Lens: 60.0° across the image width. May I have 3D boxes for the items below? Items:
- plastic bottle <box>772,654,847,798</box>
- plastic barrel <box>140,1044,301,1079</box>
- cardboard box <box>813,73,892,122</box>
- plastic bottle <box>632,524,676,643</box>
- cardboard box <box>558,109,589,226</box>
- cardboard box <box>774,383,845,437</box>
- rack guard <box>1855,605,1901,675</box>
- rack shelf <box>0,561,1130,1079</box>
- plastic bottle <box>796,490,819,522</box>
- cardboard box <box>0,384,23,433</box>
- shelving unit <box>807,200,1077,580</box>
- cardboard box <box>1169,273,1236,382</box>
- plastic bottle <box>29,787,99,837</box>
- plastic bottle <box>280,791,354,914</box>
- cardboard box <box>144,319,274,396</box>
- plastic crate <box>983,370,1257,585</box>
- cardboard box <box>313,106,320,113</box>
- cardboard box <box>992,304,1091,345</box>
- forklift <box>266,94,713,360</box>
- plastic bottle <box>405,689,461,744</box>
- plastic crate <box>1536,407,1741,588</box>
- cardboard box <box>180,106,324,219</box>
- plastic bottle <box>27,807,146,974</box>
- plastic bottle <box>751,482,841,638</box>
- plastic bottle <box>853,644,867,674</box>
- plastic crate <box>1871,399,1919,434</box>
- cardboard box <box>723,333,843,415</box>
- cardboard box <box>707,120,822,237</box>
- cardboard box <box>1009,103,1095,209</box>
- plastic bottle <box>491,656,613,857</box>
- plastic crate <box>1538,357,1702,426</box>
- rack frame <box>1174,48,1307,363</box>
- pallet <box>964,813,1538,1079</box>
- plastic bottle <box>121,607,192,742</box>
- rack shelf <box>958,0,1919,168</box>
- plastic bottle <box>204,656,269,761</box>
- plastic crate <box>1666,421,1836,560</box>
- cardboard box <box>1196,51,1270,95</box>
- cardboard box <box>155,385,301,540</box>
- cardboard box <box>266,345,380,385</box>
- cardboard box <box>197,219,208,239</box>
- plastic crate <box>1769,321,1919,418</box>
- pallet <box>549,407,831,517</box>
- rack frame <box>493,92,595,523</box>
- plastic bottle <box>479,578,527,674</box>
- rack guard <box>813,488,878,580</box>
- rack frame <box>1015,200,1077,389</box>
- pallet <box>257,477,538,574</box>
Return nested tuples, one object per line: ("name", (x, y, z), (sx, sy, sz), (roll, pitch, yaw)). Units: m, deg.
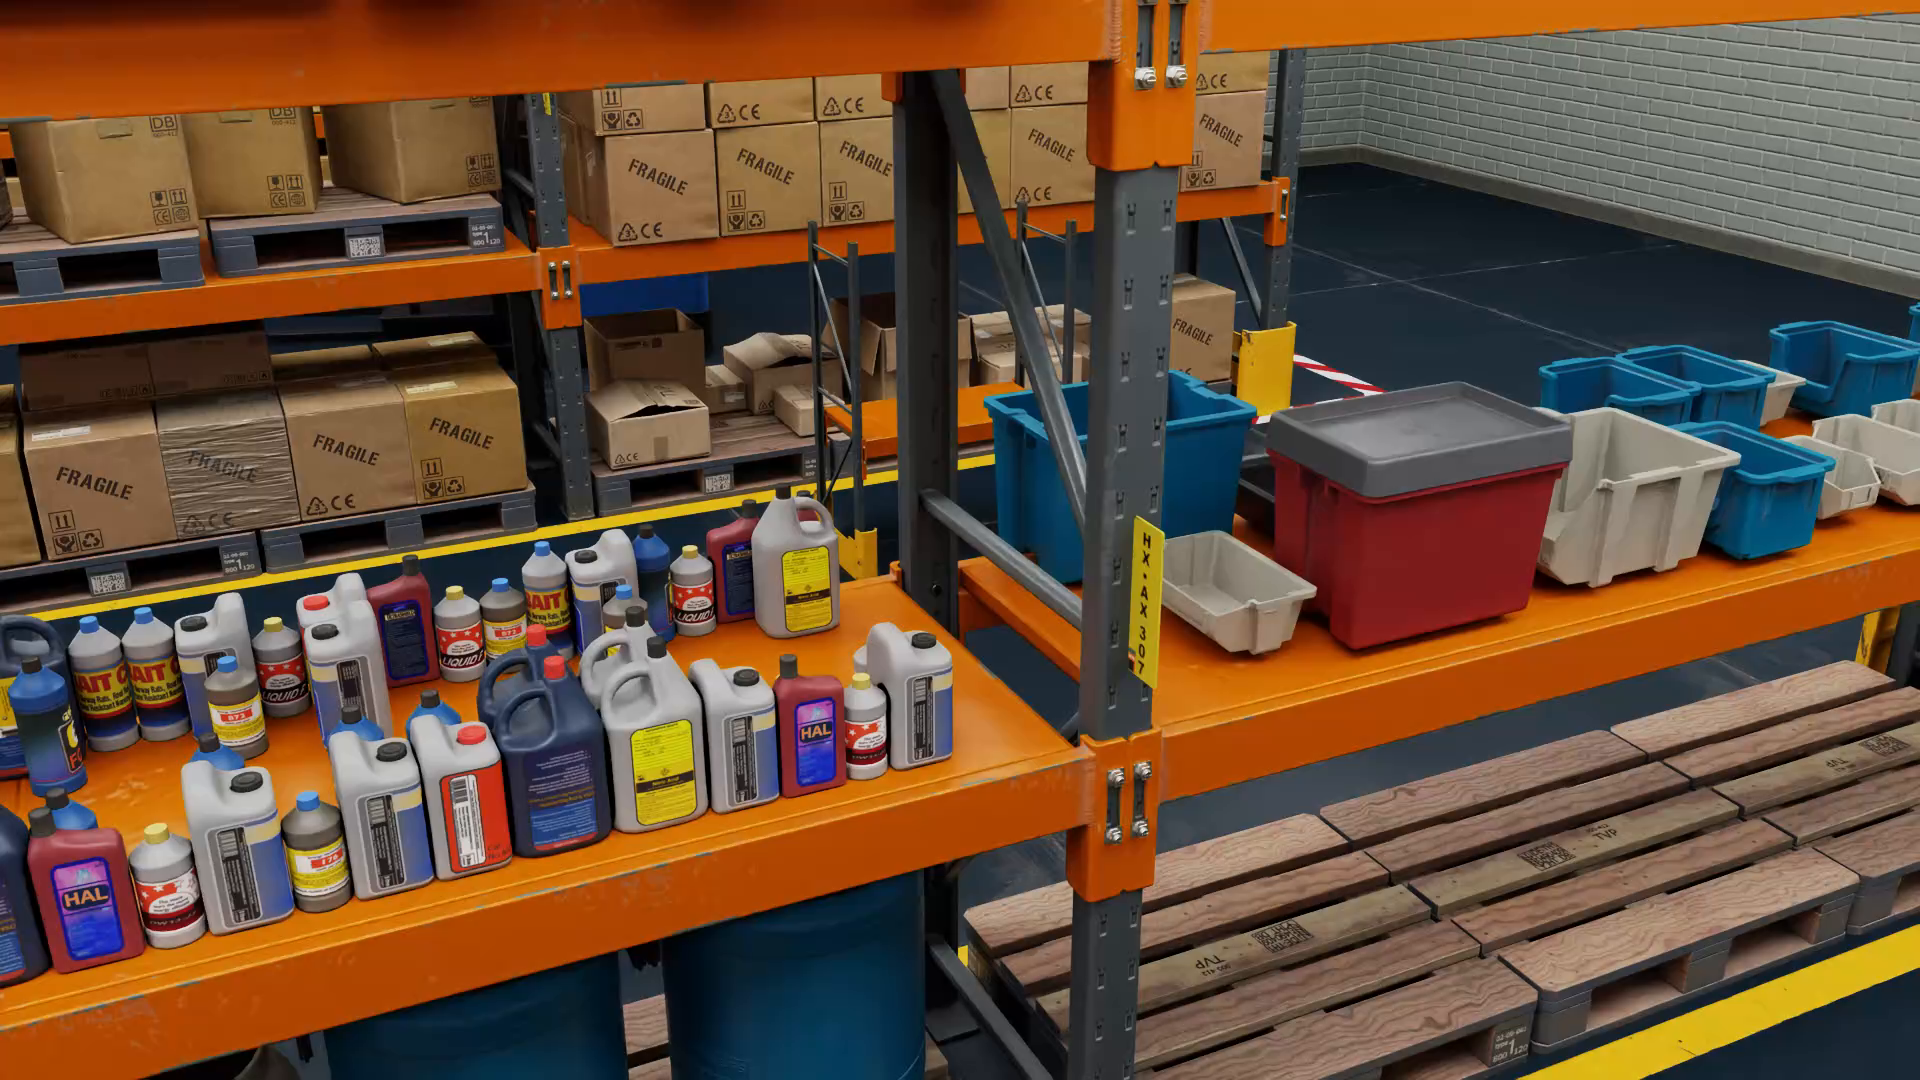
("plastic bottle", (-0.286, 0.343, 3.152), (0.133, 0.283, 0.061), (-10, 25, -24))
("plastic barrel", (-1.565, 1.279, 3.443), (0.421, 0.512, 0.421), (0, 22, 0))
("cardboard box", (-0.553, -2.309, 7.969), (0.500, 0.500, 0.500), (-11, 25, -25))
("plastic bottle", (-0.702, 0.095, 3.766), (0.097, 0.271, 0.097), (0, 22, 0))
("cardboard box", (-1.688, -1.867, 8.207), (0.500, 0.500, 0.500), (-10, 25, -23))
("cardboard box", (-0.780, -0.685, 8.613), (0.250, 0.166, 0.380), (-10, 25, -24))
("rack guard", (3.738, 0.541, 5.788), (0.348, 0.500, 1.175), (-10, 25, -24))
("rack shelf", (-1.684, 0.723, 3.023), (4.000, 0.370, 1.077), (-10, 25, -24))
("plastic bottle", (-0.398, 0.026, 3.918), (0.133, 0.283, 0.061), (-10, 25, -24))
("cardboard box", (-4.424, -0.356, 7.381), (0.500, 0.500, 0.500), (-11, 25, -26))
("shelving unit", (-0.069, -0.680, 7.433), (1.083, 1.500, 0.587), (-10, 25, -24))
("cardboard box", (1.194, -1.186, 9.386), (0.500, 0.500, 0.500), (-10, 25, -24))
("plastic bottle", (-1.450, 0.530, 2.717), (0.097, 0.271, 0.097), (0, 22, 0))
("plastic bottle", (-1.095, 0.522, 2.826), (0.097, 0.201, 0.097), (0, 22, 0))
("cardboard box", (-3.470, -0.882, 7.671), (0.500, 0.250, 0.500), (-10, 25, -24))
("plastic crate", (0.390, -0.157, 4.150), (0.575, 0.384, 0.392), (-10, 25, -24))
("cardboard box", (-4.578, -3.045, 11.487), (0.250, 0.149, 0.380), (-10, 24, -23))
("cardboard box", (0.514, -1.170, 9.675), (0.500, 0.250, 0.500), (-10, 25, -24))
("forklift", (-3.128, -2.597, 10.192), (3.031, 2.935, 1.130), (-3, 23, -8))
("plastic bottle", (-0.952, 0.399, 3.032), (0.097, 0.271, 0.097), (0, 22, 0))
("plastic crate", (1.573, -0.104, 4.157), (0.530, 0.282, 0.437), (-10, 25, -24))
("cardboard box", (-3.143, -1.752, 7.381), (0.500, 0.500, 0.700), (-6, 23, -15))
("plastic bottle", (-1.400, 0.548, 2.656), (0.133, 0.283, 0.061), (-10, 25, -24))
("plastic bottle", (-0.376, 0.035, 3.809), (0.185, 0.351, 0.144), (-10, 25, -24))
("plastic bottle", (-0.168, 0.287, 3.394), (0.097, 0.201, 0.097), (0, 22, 0))
("plastic crate", (2.798, -0.270, 4.747), (0.243, 0.136, 0.396), (-10, 25, -24))
("cardboard box", (-0.961, -0.927, 9.008), (0.500, 0.311, 0.500), (-10, 25, -24))
("cardboard box", (-0.990, -1.772, 7.978), (0.500, 0.500, 0.500), (-10, 24, -23))
("cardboard box", (0.374, -2.023, 8.584), (0.500, 0.500, 0.500), (-10, 25, -23))
("plastic bottle", (-0.735, 0.377, 2.982), (0.185, 0.351, 0.144), (-10, 25, -24))
("plastic crate", (1.900, -0.360, 4.838), (0.300, 0.233, 0.416), (-10, 25, -24))
("rack frame", (1.577, -2.313, 9.415), (0.127, 3.000, 1.000), (-10, 25, -24))
("pallet", (0.763, 1.211, 4.547), (1.213, 0.211, 1.003), (-10, 25, -24))
("plastic bottle", (-1.624, 0.265, 3.356), (0.097, 0.271, 0.097), (0, 22, 0))
("rack shelf", (1.920, -1.327, 4.052), (4.000, 0.370, 1.077), (-10, 25, -24))
("plastic bottle", (-1.437, 0.328, 3.296), (0.097, 0.201, 0.097), (0, 22, 0))
("plastic crate", (1.983, -0.126, 4.274), (0.300, 0.233, 0.416), (-10, 25, -24))
("cardboard box", (1.295, -2.652, 8.798), (0.500, 0.500, 0.500), (-11, 25, -24))
("cardboard box", (-3.249, -0.355, 7.378), (0.500, 0.500, 0.500), (-10, 25, -23))
("cardboard box", (-3.045, -0.609, 7.992), (0.500, 0.500, 0.500), (-10, 25, -23))
("cardboard box", (-5.508, -2.255, 11.539), (0.750, 0.750, 0.750), (-10, 24, -22))
("plastic crate", (2.763, -0.519, 5.222), (0.300, 0.233, 0.416), (-10, 25, -24))
("pallet", (-1.408, -0.474, 8.620), (1.213, 0.211, 1.003), (-10, 25, -24))
("rack frame", (-2.027, -1.649, 7.812), (0.127, 3.000, 1.000), (-10, 25, -24))
("plastic bottle", (-0.998, 0.182, 3.647), (0.097, 0.201, 0.097), (0, 22, 0))
("rack guard", (-0.517, -0.020, 7.472), (0.087, 0.250, 0.587), (-10, 25, -24))
("rack frame", (0.381, -0.763, 7.633), (0.032, 1.500, 0.500), (-10, 25, -24))
("pallet", (-2.744, -0.213, 7.988), (1.213, 0.211, 1.003), (-10, 25, -24))
